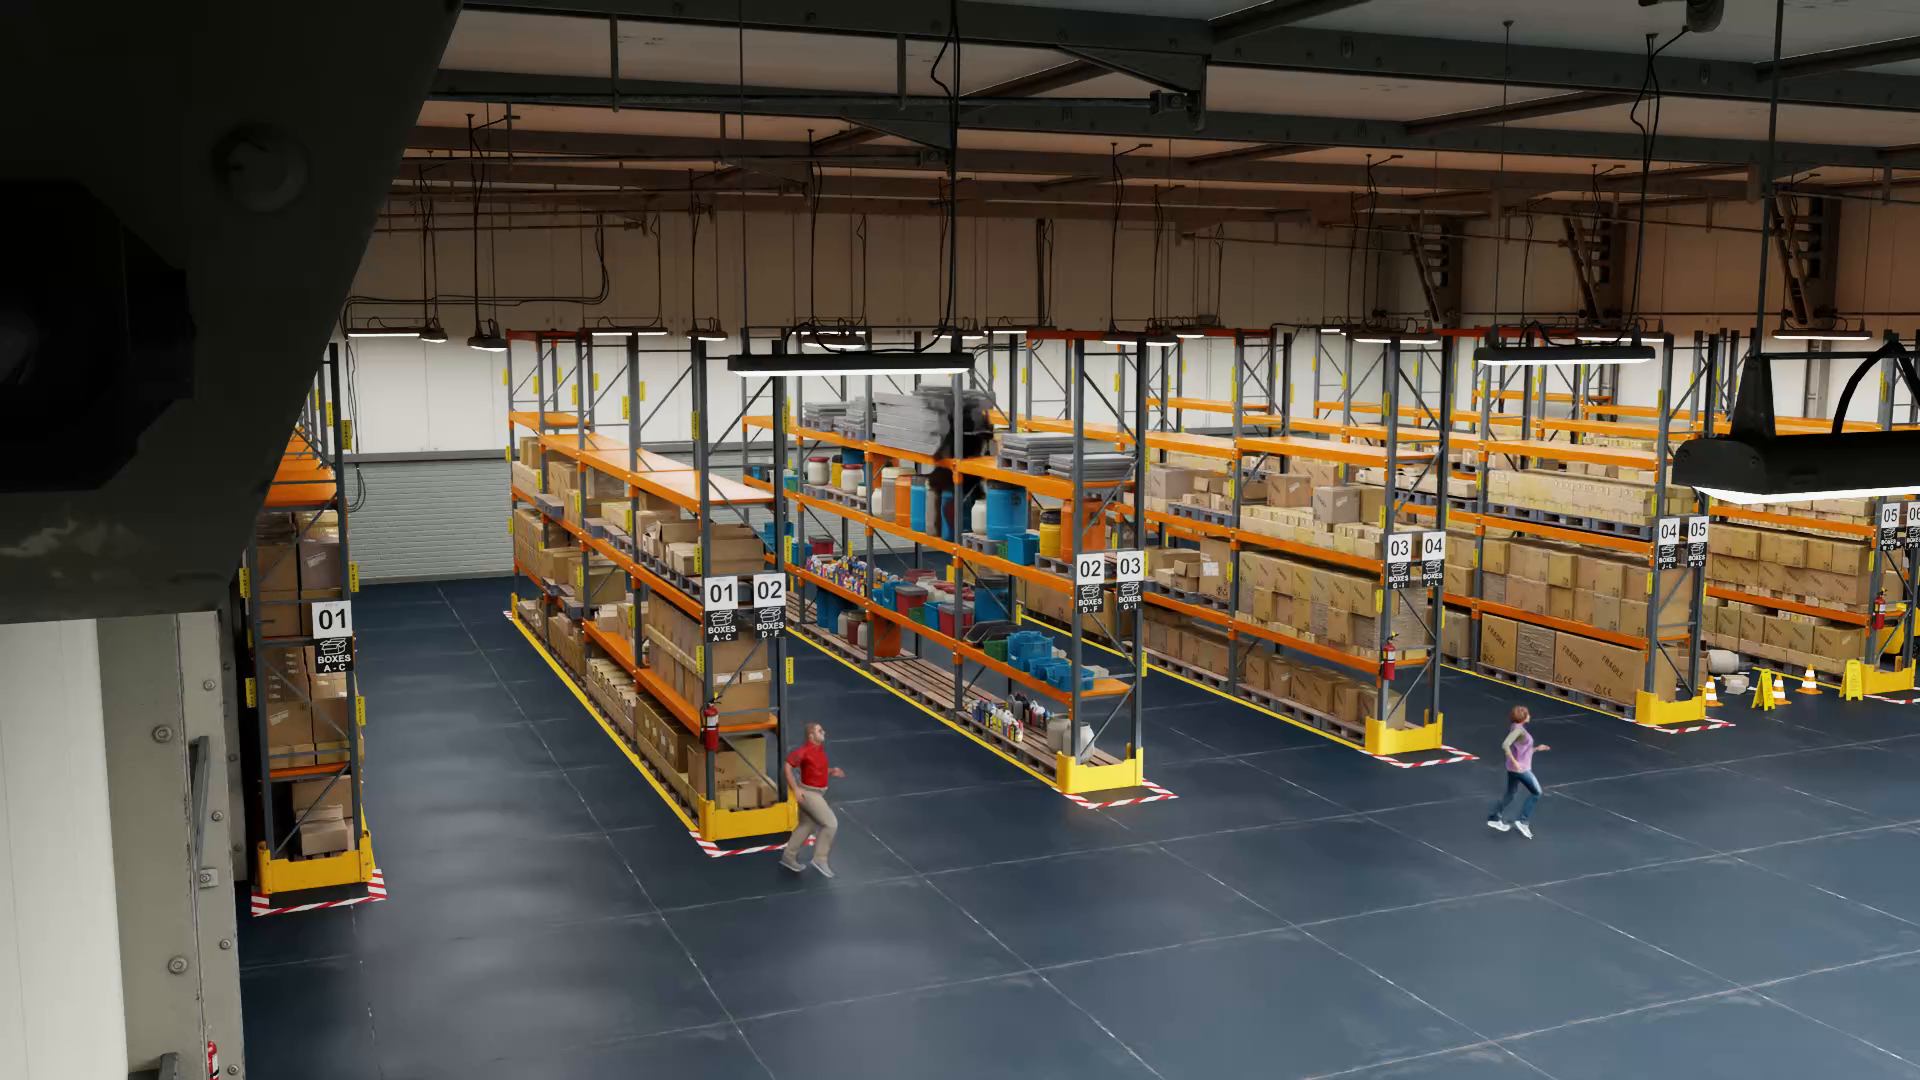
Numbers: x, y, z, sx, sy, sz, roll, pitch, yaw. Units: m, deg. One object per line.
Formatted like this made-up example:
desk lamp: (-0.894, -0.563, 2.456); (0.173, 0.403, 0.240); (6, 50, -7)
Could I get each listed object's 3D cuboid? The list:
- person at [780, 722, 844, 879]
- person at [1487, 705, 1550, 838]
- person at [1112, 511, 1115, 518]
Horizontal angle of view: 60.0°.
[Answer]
person: (-1.682, 2.924, 18.883); (0.742, 1.742, 0.645); (1, 8, 6)
person: (6.785, 2.807, 20.177); (0.691, 1.625, 0.505); (1, 8, 6)
person: (3.812, -0.032, 40.907); (0.571, 1.653, 0.621); (7, 10, 40)
